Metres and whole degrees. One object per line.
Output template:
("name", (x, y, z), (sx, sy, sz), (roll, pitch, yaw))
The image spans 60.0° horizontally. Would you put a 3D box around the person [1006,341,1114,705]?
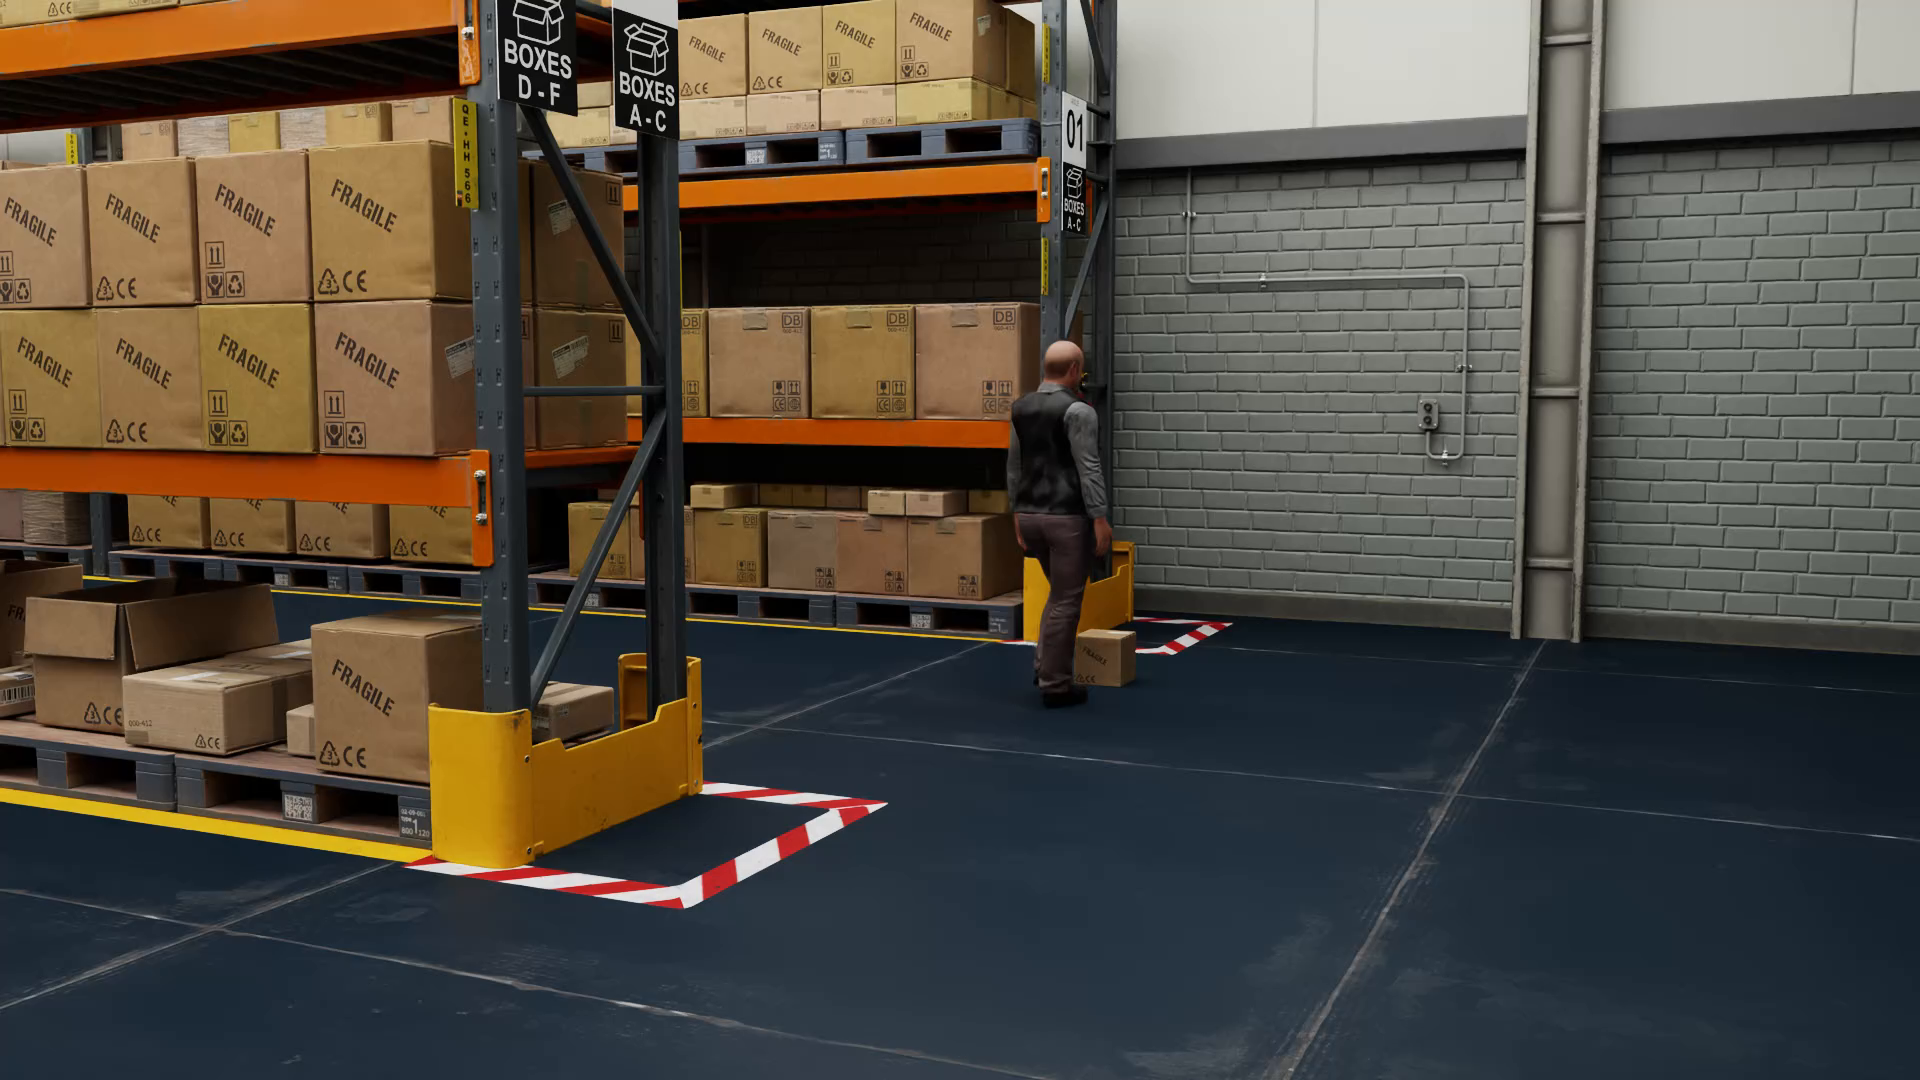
("person", (0.511, -0.057, 7.920), (0.433, 1.771, 0.564), (-5, 7, -40))
